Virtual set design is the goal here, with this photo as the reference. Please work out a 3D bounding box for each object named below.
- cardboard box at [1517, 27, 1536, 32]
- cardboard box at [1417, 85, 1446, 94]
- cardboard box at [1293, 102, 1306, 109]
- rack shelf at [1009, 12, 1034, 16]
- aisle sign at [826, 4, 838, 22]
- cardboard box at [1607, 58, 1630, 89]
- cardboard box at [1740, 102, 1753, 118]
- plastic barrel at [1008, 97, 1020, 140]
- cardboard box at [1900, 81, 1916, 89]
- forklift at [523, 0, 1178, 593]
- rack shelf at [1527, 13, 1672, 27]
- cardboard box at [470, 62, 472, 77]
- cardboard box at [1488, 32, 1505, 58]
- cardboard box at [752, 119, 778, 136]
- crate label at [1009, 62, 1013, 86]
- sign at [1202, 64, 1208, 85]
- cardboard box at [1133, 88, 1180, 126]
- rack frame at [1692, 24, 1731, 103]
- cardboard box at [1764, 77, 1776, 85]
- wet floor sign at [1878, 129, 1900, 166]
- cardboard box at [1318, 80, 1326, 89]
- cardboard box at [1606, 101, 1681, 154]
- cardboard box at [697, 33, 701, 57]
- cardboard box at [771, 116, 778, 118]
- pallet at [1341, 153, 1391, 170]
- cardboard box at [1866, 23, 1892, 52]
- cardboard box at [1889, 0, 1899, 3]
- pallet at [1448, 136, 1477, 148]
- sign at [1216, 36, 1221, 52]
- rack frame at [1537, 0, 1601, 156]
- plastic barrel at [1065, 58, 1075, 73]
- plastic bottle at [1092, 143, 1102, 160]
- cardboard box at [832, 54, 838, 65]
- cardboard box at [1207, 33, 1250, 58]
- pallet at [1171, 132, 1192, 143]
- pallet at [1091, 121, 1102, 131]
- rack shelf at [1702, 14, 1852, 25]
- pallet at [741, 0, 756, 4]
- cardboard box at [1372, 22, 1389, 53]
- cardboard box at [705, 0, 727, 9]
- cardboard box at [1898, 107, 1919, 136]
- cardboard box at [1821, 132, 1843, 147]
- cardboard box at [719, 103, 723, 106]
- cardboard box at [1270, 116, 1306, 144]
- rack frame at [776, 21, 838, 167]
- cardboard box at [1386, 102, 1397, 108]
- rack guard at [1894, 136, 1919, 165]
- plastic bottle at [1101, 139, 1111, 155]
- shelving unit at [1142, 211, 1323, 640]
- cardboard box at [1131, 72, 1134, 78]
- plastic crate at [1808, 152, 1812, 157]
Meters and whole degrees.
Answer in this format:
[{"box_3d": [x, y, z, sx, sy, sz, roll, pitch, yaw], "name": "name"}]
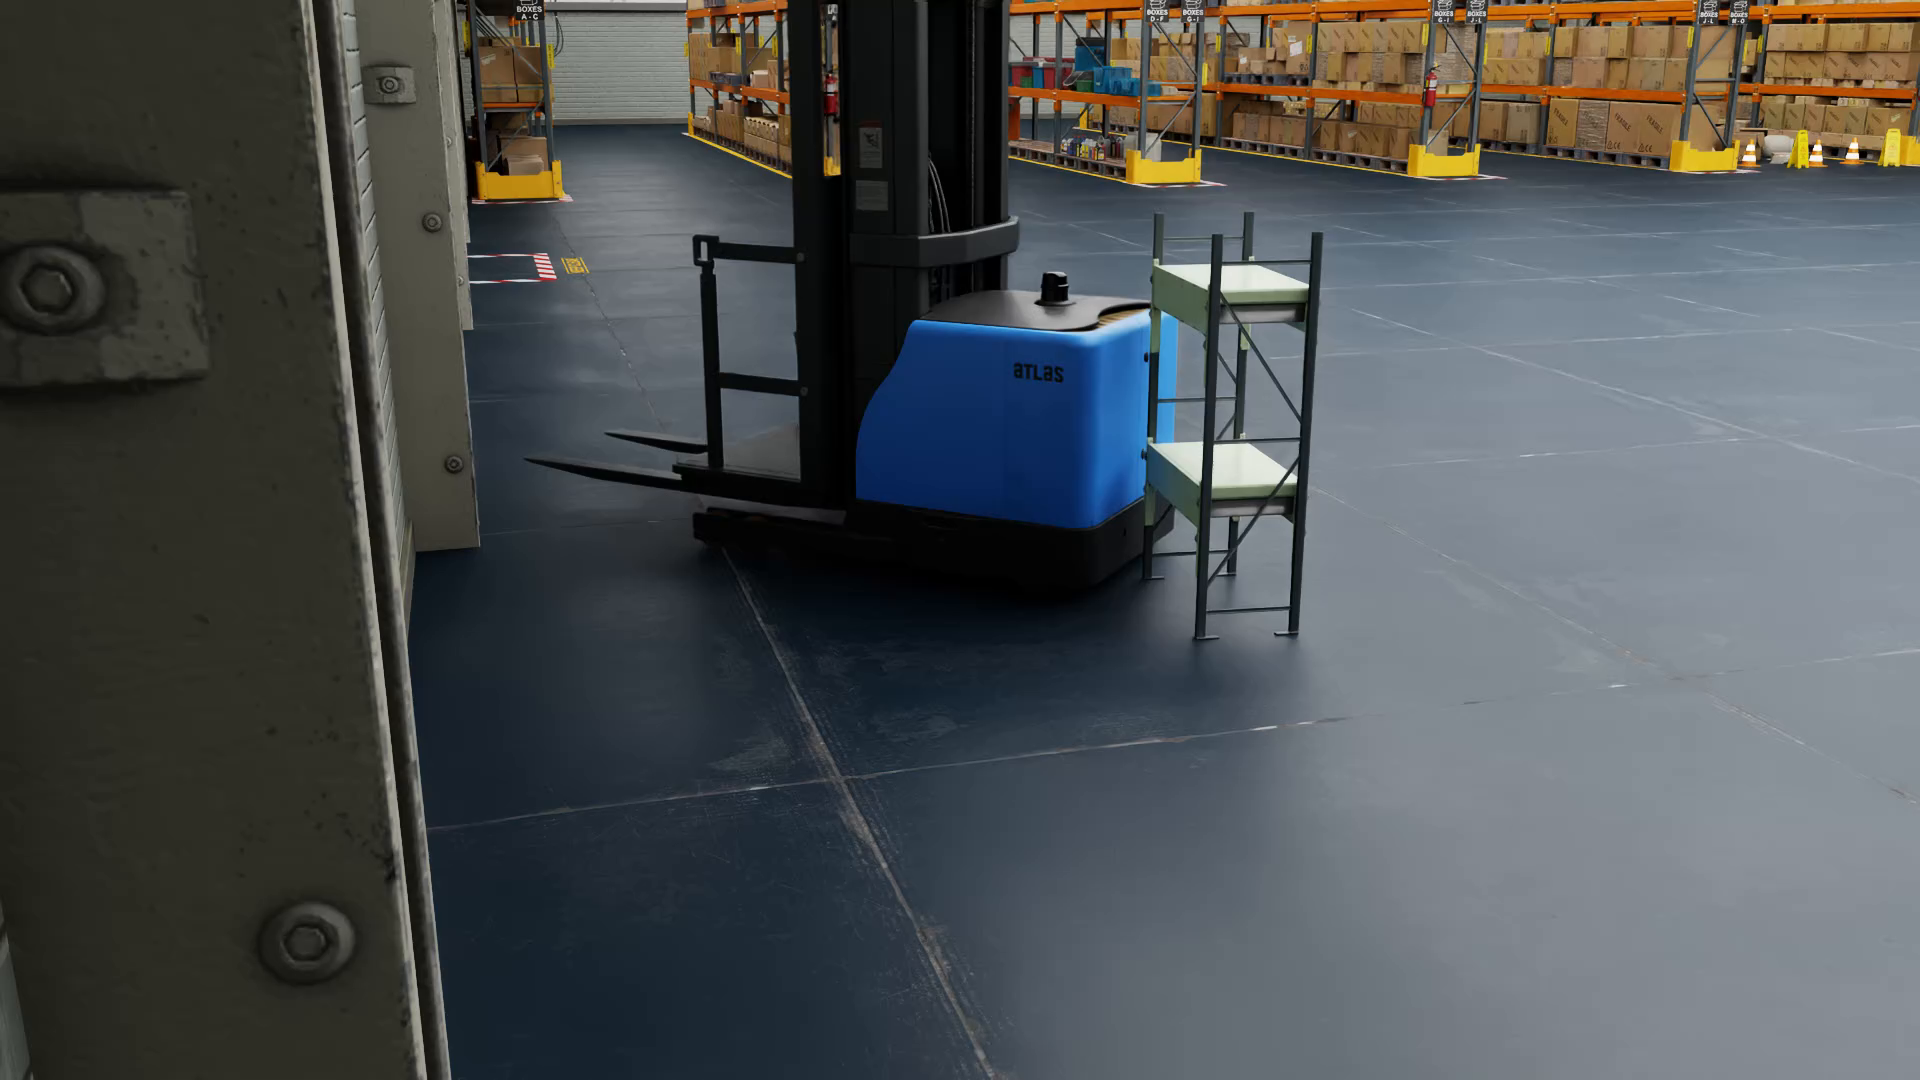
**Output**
[{"box_3d": [13.880, -12.478, 40.740, 0.380, 0.149, 0.250, -5, 17, -16], "name": "cardboard box"}, {"box_3d": [7.763, -7.420, 27.377, 0.380, 0.149, 0.250, -5, 17, -15], "name": "cardboard box"}, {"box_3d": [8.609, -10.931, 41.819, 0.380, 0.149, 0.250, -4, 17, -13], "name": "cardboard box"}, {"box_3d": [0.529, -10.945, 34.710, 1.077, 0.370, 4.000, -5, 17, -15], "name": "rack shelf"}, {"box_3d": [-1.751, -7.900, 24.017, 0.394, 0.787, 0.004, -5, 17, -15], "name": "aisle sign"}, {"box_3d": [12.300, -8.472, 30.180, 0.875, 0.550, 0.500, -5, 17, -15], "name": "cardboard box"}, {"box_3d": [19.384, -10.398, 40.468, 0.500, 0.500, 0.500, -5, 18, -17], "name": "cardboard box"}, {"box_3d": [0.928, -8.595, 33.894, 0.600, 0.830, 0.708, -5, 17, -15], "name": "plastic barrel"}, {"box_3d": [17.260, -8.228, 30.066, 0.380, 0.149, 0.250, -4, 17, -13], "name": "cardboard box"}, {"box_3d": [-0.603, -1.469, 7.246, 3.031, 2.935, 1.130, 8, 19, 26], "name": "forklift"}, {"box_3d": [14.820, -12.120, 38.622, 1.077, 0.370, 4.000, -5, 17, -15], "name": "rack shelf"}, {"box_3d": [-9.244, -9.249, 32.303, 0.500, 0.500, 0.500, -4, 17, -14], "name": "cardboard box"}, {"box_3d": [11.176, -10.034, 33.730, 0.700, 0.500, 0.500, -5, 17, -16], "name": "cardboard box"}, {"box_3d": [-3.533, -7.608, 30.639, 0.500, 0.311, 0.500, -5, 17, -17], "name": "cardboard box"}, {"box_3d": [1.092, -9.020, 32.205, 0.502, 0.435, 0.616, -5, 17, -15], "name": "crate label"}, {"box_3d": [3.808, -7.261, 25.930, 0.100, 0.325, 0.005, -5, 17, -15], "name": "sign"}, {"box_3d": [4.637, -10.170, 39.057, 0.875, 0.875, 0.875, -5, 17, -15], "name": "cardboard box"}, {"box_3d": [19.042, -11.974, 42.101, 1.000, 3.000, 0.127, -5, 17, -15], "name": "rack frame"}, {"box_3d": [16.247, -9.135, 33.086, 0.380, 0.149, 0.250, -5, 17, -16], "name": "cardboard box"}, {"box_3d": [16.592, -6.997, 29.624, 0.267, 0.644, 0.232, 1, 17, 4], "name": "wet floor sign"}, {"box_3d": [6.766, -8.311, 30.342, 0.380, 0.149, 0.250, -5, 17, -15], "name": "cardboard box"}, {"box_3d": [12.343, -7.451, 30.007, 0.875, 0.875, 0.875, -5, 17, -16], "name": "cardboard box"}, {"box_3d": [-5.591, -11.082, 37.218, 0.500, 0.500, 0.500, -5, 17, -16], "name": "cardboard box"}, {"box_3d": [-3.535, -8.071, 32.687, 0.500, 0.500, 0.500, -4, 17, -13], "name": "cardboard box"}, {"box_3d": [7.498, -6.728, 29.483, 1.003, 0.211, 1.213, -5, 17, -15], "name": "pallet"}, {"box_3d": [17.086, -9.195, 30.421, 0.700, 0.500, 0.500, -5, 17, -15], "name": "cardboard box"}, {"box_3d": [17.061, -9.797, 30.075, 0.380, 0.149, 0.250, -4, 17, -14], "name": "cardboard box"}, {"box_3d": [10.782, -8.496, 35.368, 1.003, 0.211, 1.213, -5, 17, -15], "name": "pallet"}, {"box_3d": [5.308, -10.201, 34.184, 0.100, 0.325, 0.005, -5, 17, -15], "name": "sign"}, {"box_3d": [11.737, -8.949, 32.029, 1.000, 3.000, 0.127, -5, 17, -15], "name": "rack frame"}, {"box_3d": [2.126, -8.540, 30.432, 0.433, 0.535, 0.433, 0, 17, 0], "name": "plastic barrel"}, {"box_3d": [2.308, -6.538, 27.973, 0.152, 0.276, 0.135, -5, 17, -15], "name": "plastic bottle"}, {"box_3d": [-1.774, -7.145, 24.723, 0.380, 0.149, 0.250, -5, 17, -16], "name": "cardboard box"}, {"box_3d": [5.656, -10.423, 35.019, 0.797, 0.503, 0.637, -4, 17, -13], "name": "cardboard box"}, {"box_3d": [5.365, -8.916, 36.768, 1.003, 0.211, 1.213, -5, 17, -15], "name": "pallet"}, {"box_3d": [3.938, -10.353, 41.552, 1.003, 0.211, 1.213, -5, 17, -15], "name": "pallet"}, {"box_3d": [19.591, -12.513, 39.932, 1.077, 0.370, 4.000, -5, 17, -15], "name": "rack shelf"}, {"box_3d": [-3.412, -10.074, 30.890, 1.213, 0.211, 1.003, -4, 17, -13], "name": "pallet"}, {"box_3d": [7.373, -8.556, 28.293, 0.500, 0.500, 0.500, -5, 17, -15], "name": "cardboard box"}, {"box_3d": [-5.173, -11.493, 35.547, 0.500, 0.250, 0.500, -5, 17, -15], "name": "cardboard box"}, {"box_3d": [17.605, -7.756, 30.806, 0.500, 0.500, 0.500, -5, 18, -17], "name": "cardboard box"}, {"box_3d": [16.803, -7.636, 31.710, 0.500, 0.250, 0.500, -5, 18, -17], "name": "cardboard box"}, {"box_3d": [-5.497, -10.004, 39.123, 0.500, 0.500, 0.500, -5, 17, -15], "name": "cardboard box"}, {"box_3d": [6.525, -8.058, 32.643, 0.700, 0.500, 0.500, -6, 18, -20], "name": "cardboard box"}, {"box_3d": [-2.585, -7.802, 28.213, 1.000, 3.000, 0.127, -5, 17, -15], "name": "rack frame"}, {"box_3d": [9.924, -9.867, 37.399, 0.500, 0.250, 0.500, -4, 17, -14], "name": "cardboard box"}, {"box_3d": [17.547, -7.085, 30.171, 1.175, 0.500, 0.348, -5, 17, -15], "name": "rack guard"}, {"box_3d": [2.549, -6.872, 29.085, 0.152, 0.276, 0.135, -5, 17, -15], "name": "plastic bottle"}, {"box_3d": [1.017, -0.460, 6.376, 0.431, 1.500, 0.755, -3, 17, -9], "name": "shelving unit"}, {"box_3d": [4.202, -10.878, 38.887, 0.380, 0.149, 0.250, -5, 17, -16], "name": "cardboard box"}, {"box_3d": [16.112, -7.471, 32.183, 0.402, 0.080, 0.583, -12, 20, -34], "name": "plastic crate"}]
